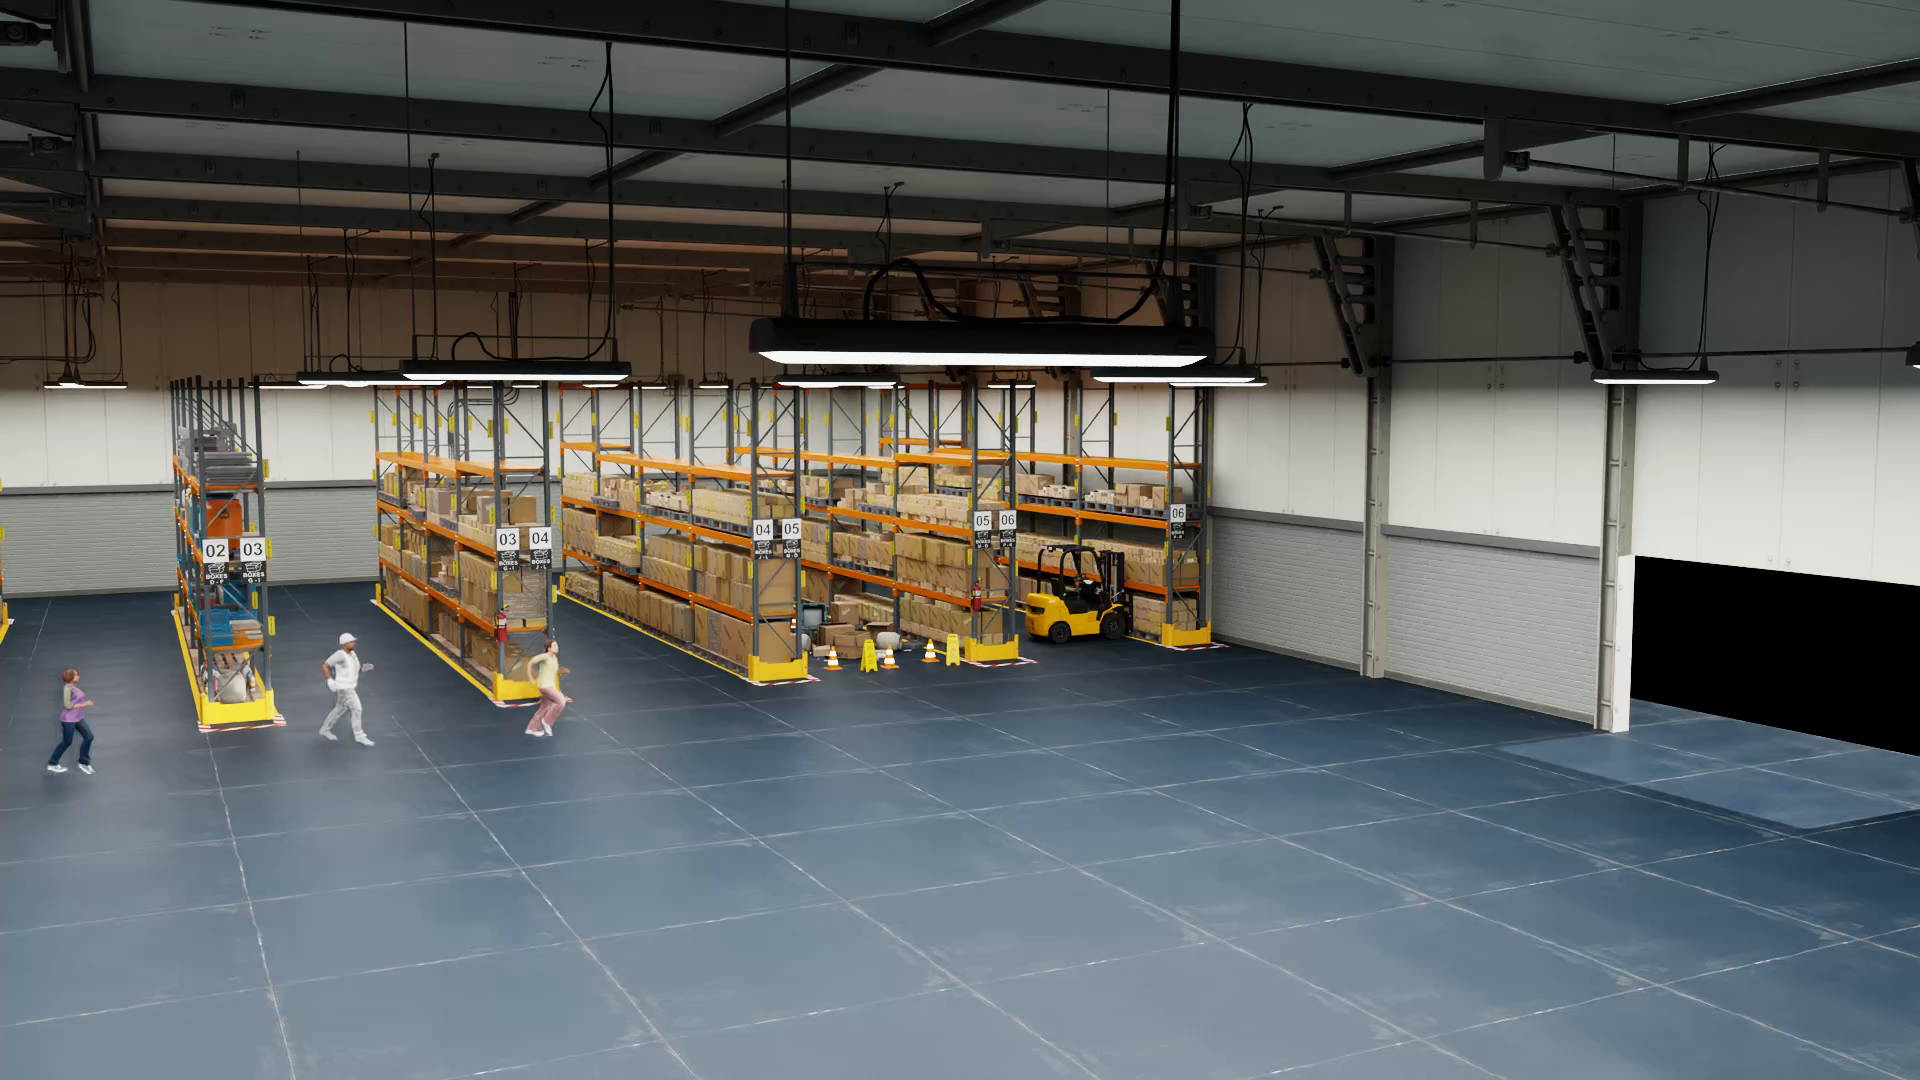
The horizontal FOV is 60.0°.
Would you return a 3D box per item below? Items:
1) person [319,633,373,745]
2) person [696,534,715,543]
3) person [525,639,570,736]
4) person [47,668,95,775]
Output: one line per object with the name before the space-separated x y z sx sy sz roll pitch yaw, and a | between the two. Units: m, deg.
person | -9.972 2.420 26.948 0.900 1.827 0.668 0 5 -5
person | -7.956 0.217 51.943 0.620 1.839 0.833 5 7 42
person | -6.827 2.444 27.498 0.745 1.616 0.611 1 5 9
person | -13.247 2.726 24.789 0.721 1.645 0.516 -1 5 -6
